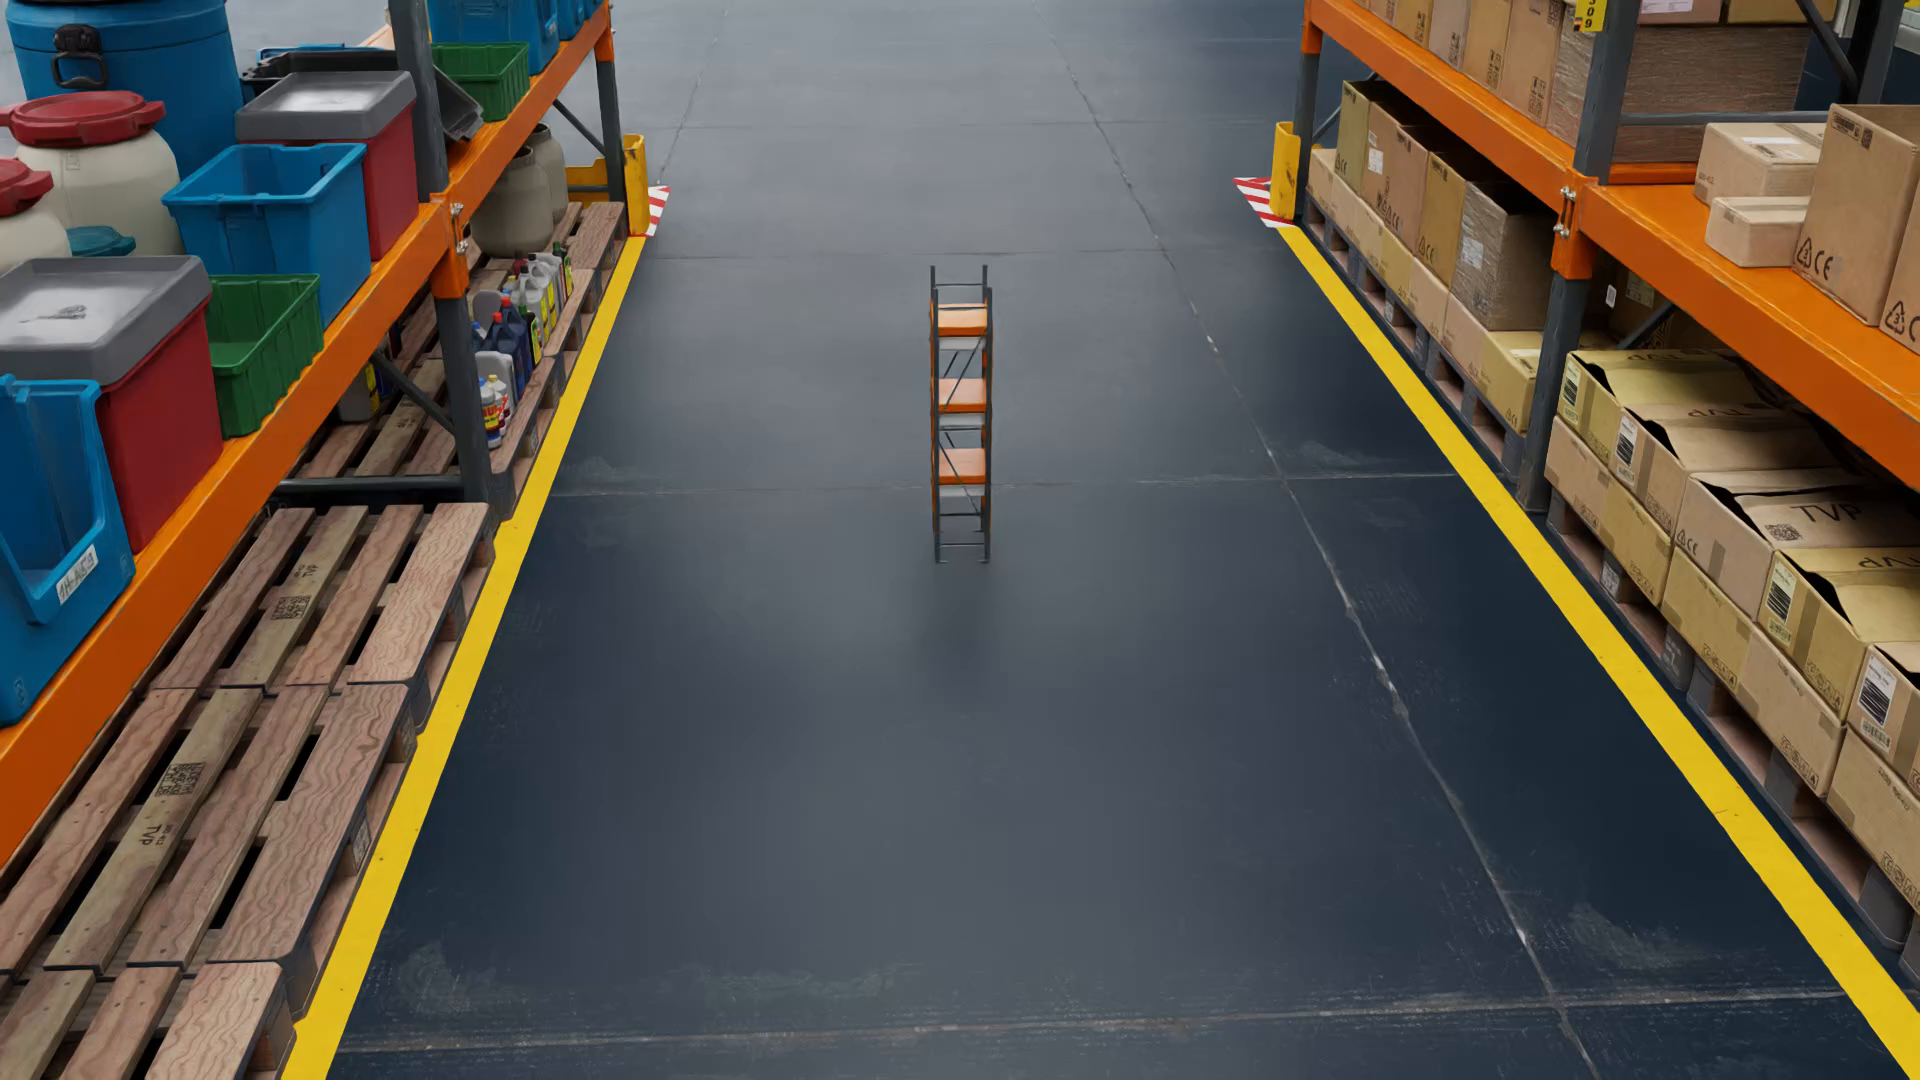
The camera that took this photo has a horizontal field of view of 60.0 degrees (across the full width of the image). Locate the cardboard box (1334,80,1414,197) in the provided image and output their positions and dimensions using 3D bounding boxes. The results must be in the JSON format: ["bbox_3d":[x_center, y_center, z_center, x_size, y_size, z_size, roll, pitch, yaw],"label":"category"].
[{"bbox_3d":[2.312,-2.133,8.805,0.500,0.500,0.500,-1,28,-3],"label":"cardboard box"}]

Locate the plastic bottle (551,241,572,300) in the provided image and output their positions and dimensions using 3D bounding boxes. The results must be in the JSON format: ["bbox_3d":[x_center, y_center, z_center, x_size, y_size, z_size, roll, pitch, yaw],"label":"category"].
[{"bbox_3d":[-1.911,-1.299,7.959,0.061,0.283,0.133,-1,28,-1],"label":"plastic bottle"}]

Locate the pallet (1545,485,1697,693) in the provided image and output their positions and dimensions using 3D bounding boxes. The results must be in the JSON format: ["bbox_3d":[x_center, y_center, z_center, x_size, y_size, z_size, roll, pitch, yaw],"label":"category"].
[{"bbox_3d":[2.764,0.105,5.820,1.003,0.211,1.213,-1,28,-3],"label":"pallet"}]

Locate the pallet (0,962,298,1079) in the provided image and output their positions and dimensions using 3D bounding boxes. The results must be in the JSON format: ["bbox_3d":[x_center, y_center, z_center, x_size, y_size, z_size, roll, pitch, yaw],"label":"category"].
[{"bbox_3d":[-2.053,1.372,3.390,1.003,0.211,1.213,-1,28,-3],"label":"pallet"}]

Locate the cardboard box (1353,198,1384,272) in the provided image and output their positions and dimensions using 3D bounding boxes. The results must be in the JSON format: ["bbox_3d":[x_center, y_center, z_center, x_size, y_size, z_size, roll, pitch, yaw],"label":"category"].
[{"bbox_3d":[2.339,-1.570,8.536,0.500,0.250,0.500,-1,28,-3],"label":"cardboard box"}]

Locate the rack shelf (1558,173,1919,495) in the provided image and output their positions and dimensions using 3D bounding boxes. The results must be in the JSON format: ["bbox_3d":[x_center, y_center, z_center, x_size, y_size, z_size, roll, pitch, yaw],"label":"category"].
[{"bbox_3d":[2.791,-0.228,4.221,1.077,0.370,4.000,-1,28,-3],"label":"rack shelf"}]

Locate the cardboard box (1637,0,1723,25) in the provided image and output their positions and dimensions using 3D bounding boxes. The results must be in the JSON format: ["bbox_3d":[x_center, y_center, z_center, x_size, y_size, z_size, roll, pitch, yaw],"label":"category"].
[{"bbox_3d":[2.459,-1.923,5.883,0.380,0.149,0.250,-1,28,-3],"label":"cardboard box"}]

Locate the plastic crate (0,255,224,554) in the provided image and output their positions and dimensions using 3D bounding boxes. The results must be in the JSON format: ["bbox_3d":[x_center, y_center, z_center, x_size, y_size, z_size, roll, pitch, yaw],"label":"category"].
[{"bbox_3d":[-1.830,-0.287,3.488,0.402,0.464,0.583,-1,28,-3],"label":"plastic crate"}]

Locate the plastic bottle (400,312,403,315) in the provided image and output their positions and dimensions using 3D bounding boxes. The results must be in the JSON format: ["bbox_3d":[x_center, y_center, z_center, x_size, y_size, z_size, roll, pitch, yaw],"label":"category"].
[{"bbox_3d":[-2.667,-1.182,7.747,0.097,0.271,0.097,0,28,0],"label":"plastic bottle"}]

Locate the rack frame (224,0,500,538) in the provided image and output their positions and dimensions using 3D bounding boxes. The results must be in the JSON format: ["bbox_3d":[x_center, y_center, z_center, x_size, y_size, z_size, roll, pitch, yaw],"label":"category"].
[{"bbox_3d":[-2.260,-1.352,5.600,1.000,3.000,0.127,-1,28,-3],"label":"rack frame"}]

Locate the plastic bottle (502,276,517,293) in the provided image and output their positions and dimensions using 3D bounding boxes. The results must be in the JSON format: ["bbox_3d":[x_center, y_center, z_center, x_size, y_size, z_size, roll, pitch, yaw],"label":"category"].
[{"bbox_3d":[-2.065,-1.124,7.711,0.097,0.201,0.097,0,28,0],"label":"plastic bottle"}]

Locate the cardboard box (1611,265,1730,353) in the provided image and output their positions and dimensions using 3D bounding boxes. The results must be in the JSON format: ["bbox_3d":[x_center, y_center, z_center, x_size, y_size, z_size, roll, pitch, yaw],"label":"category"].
[{"bbox_3d":[2.975,-0.992,6.616,0.500,0.500,0.500,-1,28,-3],"label":"cardboard box"}]

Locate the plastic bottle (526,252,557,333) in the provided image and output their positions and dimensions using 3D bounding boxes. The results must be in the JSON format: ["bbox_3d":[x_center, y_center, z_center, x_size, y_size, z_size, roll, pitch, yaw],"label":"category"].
[{"bbox_3d":[-1.929,-1.125,7.553,0.144,0.351,0.185,0,28,-1],"label":"plastic bottle"}]

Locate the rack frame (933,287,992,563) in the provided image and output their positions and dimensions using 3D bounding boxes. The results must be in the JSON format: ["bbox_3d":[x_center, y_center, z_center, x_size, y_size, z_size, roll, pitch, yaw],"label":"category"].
[{"bbox_3d":[0.009,-0.384,5.852,0.200,1.050,0.008,-1,28,-3],"label":"rack frame"}]

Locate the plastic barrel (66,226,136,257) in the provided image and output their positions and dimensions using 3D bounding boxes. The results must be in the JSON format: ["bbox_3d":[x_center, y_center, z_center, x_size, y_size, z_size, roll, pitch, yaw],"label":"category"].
[{"bbox_3d":[-2.344,-0.676,4.452,0.301,0.262,0.301,0,28,0],"label":"plastic barrel"}]

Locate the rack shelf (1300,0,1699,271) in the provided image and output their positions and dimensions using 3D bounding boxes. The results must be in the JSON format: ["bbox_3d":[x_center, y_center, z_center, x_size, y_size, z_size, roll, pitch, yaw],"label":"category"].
[{"bbox_3d":[2.583,-2.075,7.763,1.077,0.370,4.000,-1,28,-3],"label":"rack shelf"}]

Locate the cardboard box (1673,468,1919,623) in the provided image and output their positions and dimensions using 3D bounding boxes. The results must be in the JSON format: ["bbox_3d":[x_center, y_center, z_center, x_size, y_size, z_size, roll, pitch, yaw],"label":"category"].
[{"bbox_3d":[2.509,-0.019,4.955,0.500,0.311,0.500,-2,28,-4],"label":"cardboard box"}]

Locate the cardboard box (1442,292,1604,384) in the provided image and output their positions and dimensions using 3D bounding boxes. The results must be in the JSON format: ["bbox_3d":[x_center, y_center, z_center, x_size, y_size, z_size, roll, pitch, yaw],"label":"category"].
[{"bbox_3d":[2.428,-0.877,7.208,0.500,0.250,0.500,-1,28,-3],"label":"cardboard box"}]

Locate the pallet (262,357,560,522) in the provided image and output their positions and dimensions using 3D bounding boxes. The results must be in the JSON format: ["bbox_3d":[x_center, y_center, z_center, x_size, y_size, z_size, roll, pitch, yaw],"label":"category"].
[{"bbox_3d":[-2.253,-0.427,6.841,1.003,0.211,1.213,-1,28,-3],"label":"pallet"}]

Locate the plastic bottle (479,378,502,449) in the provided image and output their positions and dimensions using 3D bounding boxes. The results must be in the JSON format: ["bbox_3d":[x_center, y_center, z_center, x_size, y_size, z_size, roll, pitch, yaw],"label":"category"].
[{"bbox_3d":[-1.839,-0.496,6.431,0.097,0.271,0.097,0,28,0],"label":"plastic bottle"}]

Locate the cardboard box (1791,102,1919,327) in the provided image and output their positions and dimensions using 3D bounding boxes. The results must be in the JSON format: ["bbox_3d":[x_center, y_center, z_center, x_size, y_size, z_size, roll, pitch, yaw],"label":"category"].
[{"bbox_3d":[2.738,-0.916,4.655,0.500,0.500,0.500,1,28,1],"label":"cardboard box"}]

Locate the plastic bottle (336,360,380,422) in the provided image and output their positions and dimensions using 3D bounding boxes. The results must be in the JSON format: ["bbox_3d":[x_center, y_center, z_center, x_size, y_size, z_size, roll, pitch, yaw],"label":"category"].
[{"bbox_3d":[-2.437,-0.667,6.674,0.144,0.351,0.185,-1,28,-3],"label":"plastic bottle"}]

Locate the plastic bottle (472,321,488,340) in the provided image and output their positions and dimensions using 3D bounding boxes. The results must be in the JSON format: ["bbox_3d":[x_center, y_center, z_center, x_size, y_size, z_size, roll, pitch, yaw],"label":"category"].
[{"bbox_3d":[-2.016,-0.785,6.985,0.097,0.271,0.097,0,28,0],"label":"plastic bottle"}]

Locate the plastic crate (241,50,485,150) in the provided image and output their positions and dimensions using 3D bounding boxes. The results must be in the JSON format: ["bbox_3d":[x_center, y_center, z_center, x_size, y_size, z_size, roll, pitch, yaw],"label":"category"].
[{"bbox_3d":[-2.160,-1.570,6.083,0.767,0.338,0.504,-1,28,-3],"label":"plastic crate"}]

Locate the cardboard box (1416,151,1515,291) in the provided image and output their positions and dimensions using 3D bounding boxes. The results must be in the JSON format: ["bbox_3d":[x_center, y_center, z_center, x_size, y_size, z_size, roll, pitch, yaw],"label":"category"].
[{"bbox_3d":[2.400,-1.441,7.477,0.500,0.500,0.500,-1,28,-3],"label":"cardboard box"}]

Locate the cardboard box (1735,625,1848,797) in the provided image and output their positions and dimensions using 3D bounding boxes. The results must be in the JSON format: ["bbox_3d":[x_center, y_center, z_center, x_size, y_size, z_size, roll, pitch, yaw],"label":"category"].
[{"bbox_3d":[2.541,0.465,4.634,0.500,0.250,0.500,-1,28,-2],"label":"cardboard box"}]

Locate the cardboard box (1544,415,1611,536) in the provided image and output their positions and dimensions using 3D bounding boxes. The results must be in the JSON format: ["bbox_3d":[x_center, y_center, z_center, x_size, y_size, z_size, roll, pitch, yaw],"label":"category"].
[{"bbox_3d":[2.461,-0.245,5.996,0.500,0.250,0.500,-2,28,-4],"label":"cardboard box"}]

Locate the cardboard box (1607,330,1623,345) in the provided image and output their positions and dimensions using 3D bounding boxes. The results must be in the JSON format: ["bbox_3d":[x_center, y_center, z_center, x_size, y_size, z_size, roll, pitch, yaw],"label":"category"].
[{"bbox_3d":[2.966,-0.659,6.789,0.500,0.250,0.500,-1,28,-3],"label":"cardboard box"}]

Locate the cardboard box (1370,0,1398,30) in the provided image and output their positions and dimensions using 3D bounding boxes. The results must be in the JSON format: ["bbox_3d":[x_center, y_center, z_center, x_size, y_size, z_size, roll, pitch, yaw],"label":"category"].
[{"bbox_3d":[2.522,-2.904,8.465,0.700,0.500,0.500,-1,28,-1],"label":"cardboard box"}]

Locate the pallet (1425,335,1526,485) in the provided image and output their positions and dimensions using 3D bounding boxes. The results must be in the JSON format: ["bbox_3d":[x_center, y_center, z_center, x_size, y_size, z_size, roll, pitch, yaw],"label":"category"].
[{"bbox_3d":[2.687,-0.602,7.176,1.003,0.211,1.213,-1,28,-3],"label":"pallet"}]

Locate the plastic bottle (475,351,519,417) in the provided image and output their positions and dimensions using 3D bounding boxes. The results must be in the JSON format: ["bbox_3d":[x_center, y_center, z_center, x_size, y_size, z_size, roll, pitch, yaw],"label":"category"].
[{"bbox_3d":[-1.883,-0.646,6.715,0.152,0.276,0.135,0,28,-1],"label":"plastic bottle"}]

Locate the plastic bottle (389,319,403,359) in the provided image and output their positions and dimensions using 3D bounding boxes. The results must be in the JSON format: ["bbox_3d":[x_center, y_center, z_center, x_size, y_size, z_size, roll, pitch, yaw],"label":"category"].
[{"bbox_3d":[-2.506,-0.949,7.288,0.061,0.283,0.133,-1,28,-3],"label":"plastic bottle"}]

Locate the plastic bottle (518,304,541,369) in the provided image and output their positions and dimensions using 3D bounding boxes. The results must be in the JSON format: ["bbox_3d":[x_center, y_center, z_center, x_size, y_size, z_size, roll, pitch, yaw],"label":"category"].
[{"bbox_3d":[-1.864,-0.890,7.175,0.061,0.283,0.133,0,28,0],"label":"plastic bottle"}]

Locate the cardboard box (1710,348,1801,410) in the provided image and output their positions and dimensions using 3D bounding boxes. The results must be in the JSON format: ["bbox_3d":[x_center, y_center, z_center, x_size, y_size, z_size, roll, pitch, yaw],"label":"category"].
[{"bbox_3d":[2.994,-0.506,5.889,0.500,0.311,0.500,-1,28,-3],"label":"cardboard box"}]

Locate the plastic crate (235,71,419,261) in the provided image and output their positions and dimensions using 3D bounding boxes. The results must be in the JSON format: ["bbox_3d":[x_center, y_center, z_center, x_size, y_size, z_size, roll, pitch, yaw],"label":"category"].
[{"bbox_3d":[-1.929,-1.165,5.170,0.402,0.464,0.583,-1,28,-3],"label":"plastic crate"}]

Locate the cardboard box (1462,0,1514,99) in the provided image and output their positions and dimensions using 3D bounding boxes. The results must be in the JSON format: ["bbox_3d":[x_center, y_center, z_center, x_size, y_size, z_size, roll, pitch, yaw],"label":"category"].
[{"bbox_3d":[2.601,-2.195,7.106,0.700,0.500,0.500,-1,28,-2],"label":"cardboard box"}]

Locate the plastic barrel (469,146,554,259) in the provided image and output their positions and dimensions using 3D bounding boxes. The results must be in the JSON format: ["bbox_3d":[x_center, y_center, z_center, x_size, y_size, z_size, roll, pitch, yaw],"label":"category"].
[{"bbox_3d":[-2.332,-1.749,8.596,0.421,0.512,0.421,0,28,0],"label":"plastic barrel"}]

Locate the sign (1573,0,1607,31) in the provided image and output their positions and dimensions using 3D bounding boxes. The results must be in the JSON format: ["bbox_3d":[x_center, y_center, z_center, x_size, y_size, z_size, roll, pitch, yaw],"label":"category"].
[{"bbox_3d":[2.133,-1.875,5.580,0.100,0.325,0.005,-1,28,-3],"label":"sign"}]

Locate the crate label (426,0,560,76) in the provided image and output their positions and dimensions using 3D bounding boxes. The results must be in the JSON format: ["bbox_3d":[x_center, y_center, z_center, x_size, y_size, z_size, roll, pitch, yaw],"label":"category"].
[{"bbox_3d":[-2.102,-2.372,7.516,0.502,0.435,0.616,-1,28,-3],"label":"crate label"}]

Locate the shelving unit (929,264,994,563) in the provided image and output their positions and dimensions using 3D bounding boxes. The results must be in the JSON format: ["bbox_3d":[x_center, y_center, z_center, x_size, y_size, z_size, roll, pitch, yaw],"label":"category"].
[{"bbox_3d":[0.003,-0.441,5.960,0.215,1.050,0.252,-1,28,-3],"label":"shelving unit"}]

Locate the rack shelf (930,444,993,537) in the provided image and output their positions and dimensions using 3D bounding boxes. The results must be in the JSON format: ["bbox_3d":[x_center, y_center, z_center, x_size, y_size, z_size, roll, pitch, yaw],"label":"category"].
[{"bbox_3d":[0.003,-0.185,6.093,0.215,0.259,0.240,-1,28,-3],"label":"rack shelf"}]
